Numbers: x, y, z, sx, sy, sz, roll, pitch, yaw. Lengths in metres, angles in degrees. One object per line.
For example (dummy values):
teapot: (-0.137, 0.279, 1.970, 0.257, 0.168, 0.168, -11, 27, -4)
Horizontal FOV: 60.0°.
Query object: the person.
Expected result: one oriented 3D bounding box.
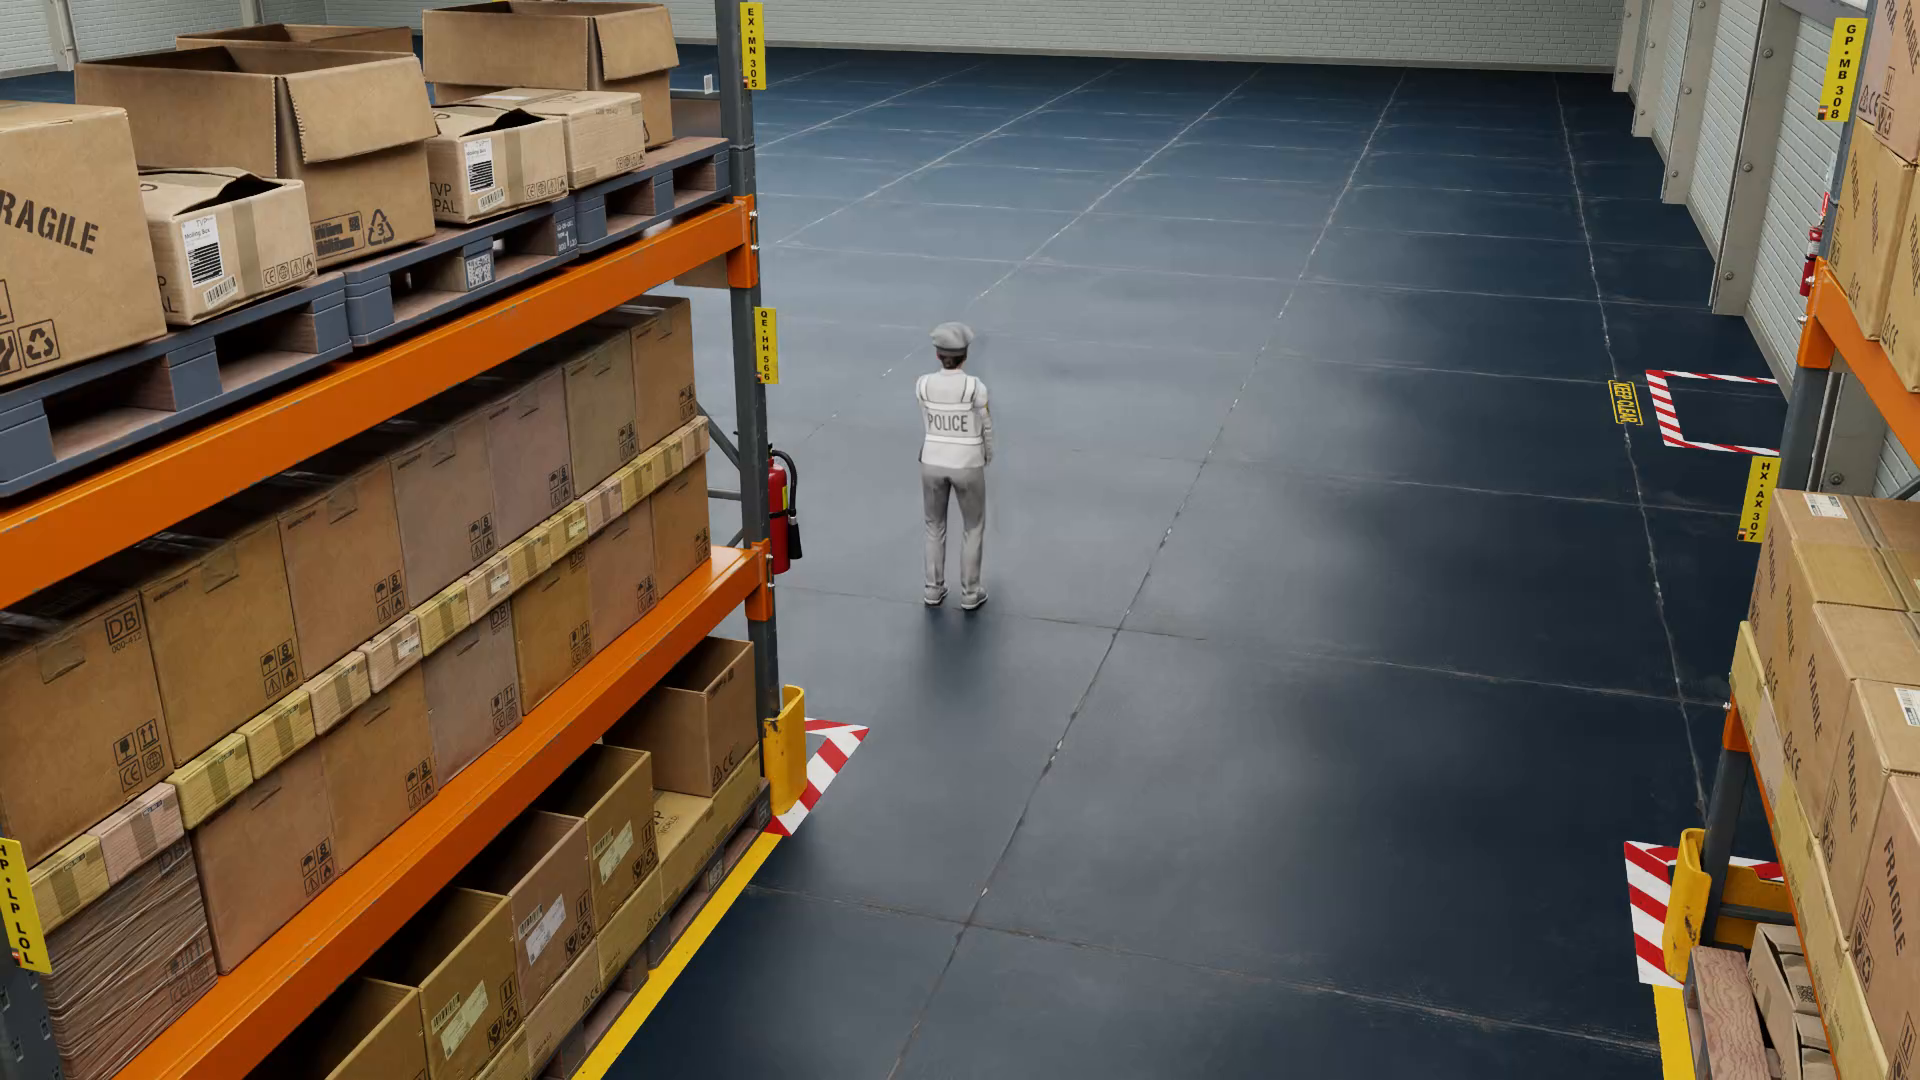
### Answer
person: (-0.024, -0.442, 9.665, 0.417, 1.682, 0.528, 6, 23, 15)
